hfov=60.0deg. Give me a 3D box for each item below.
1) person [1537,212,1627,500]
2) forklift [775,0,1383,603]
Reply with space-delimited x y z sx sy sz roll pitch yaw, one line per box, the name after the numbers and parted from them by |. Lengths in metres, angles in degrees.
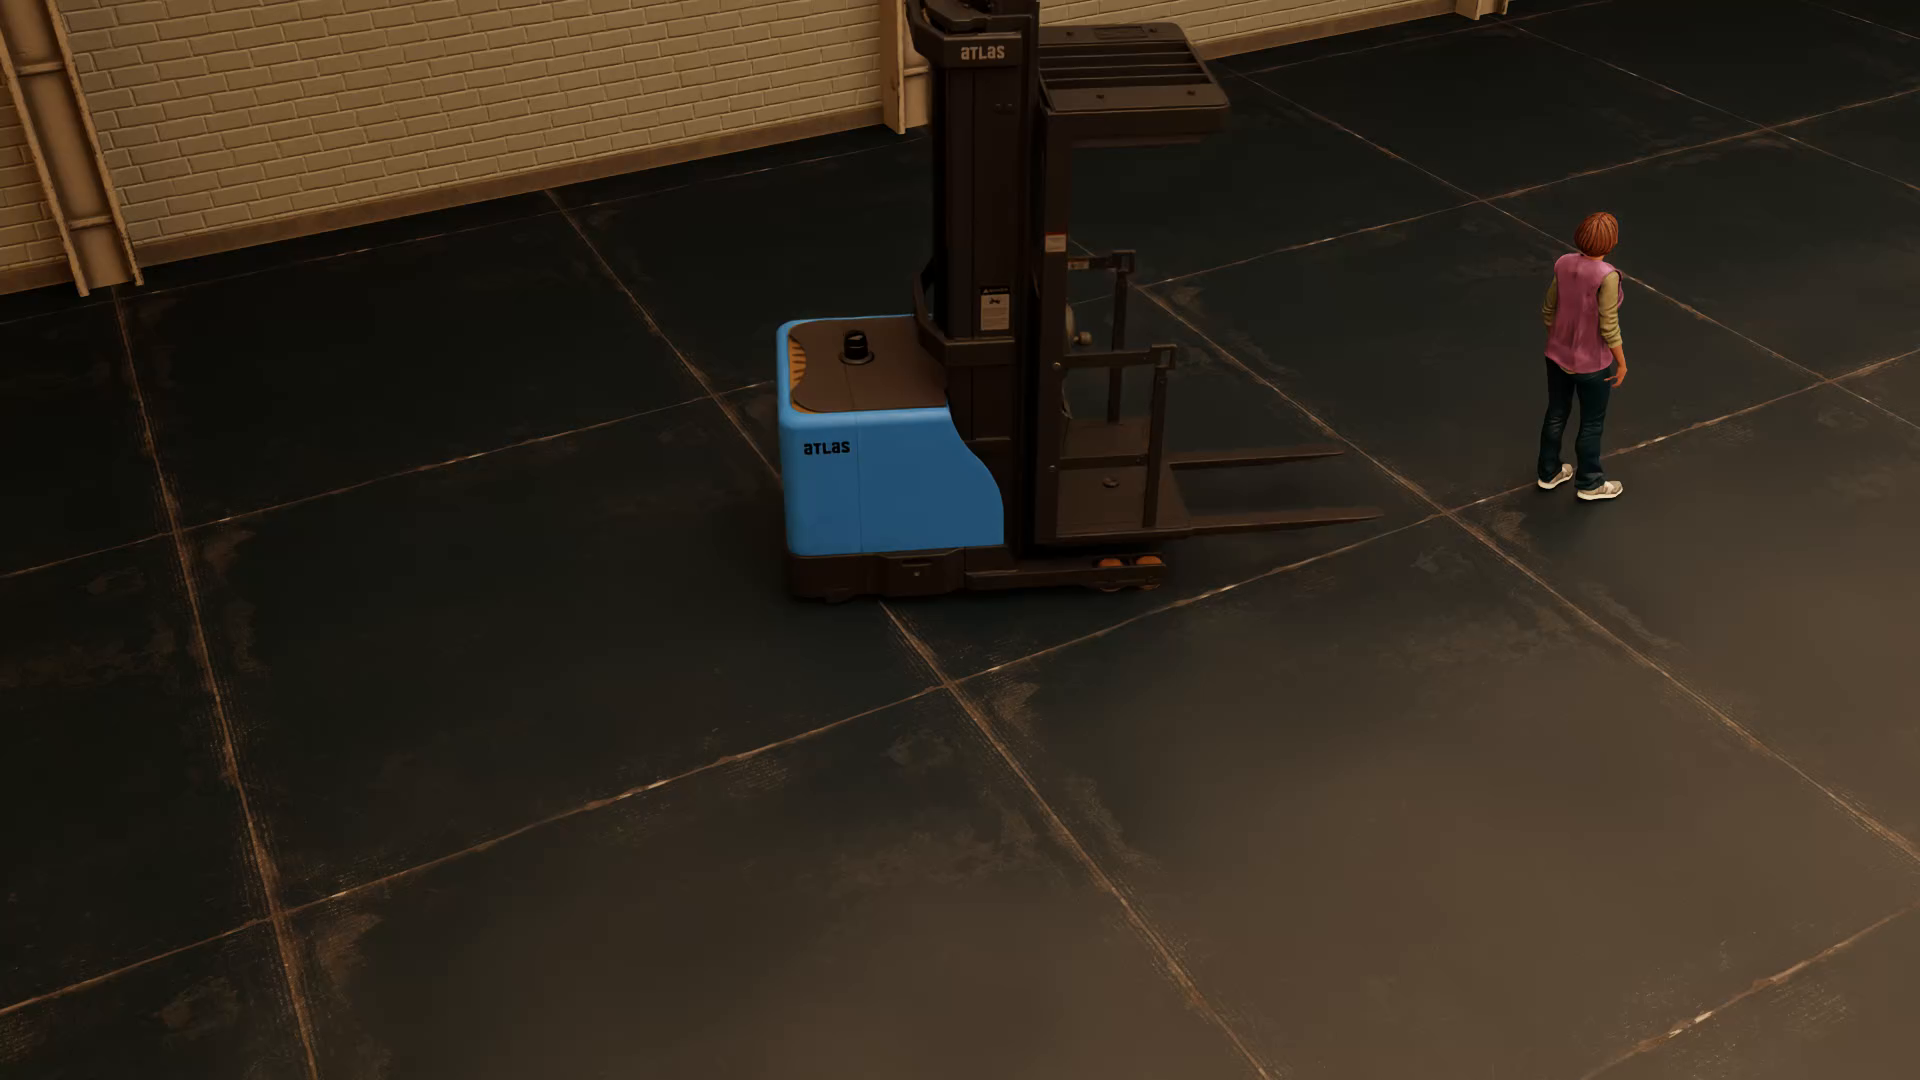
3.268 -0.960 8.625 0.475 1.596 0.520 -19 39 -24 | person
0.610 -1.241 7.879 3.031 2.935 1.130 -3 35 -5 | forklift
